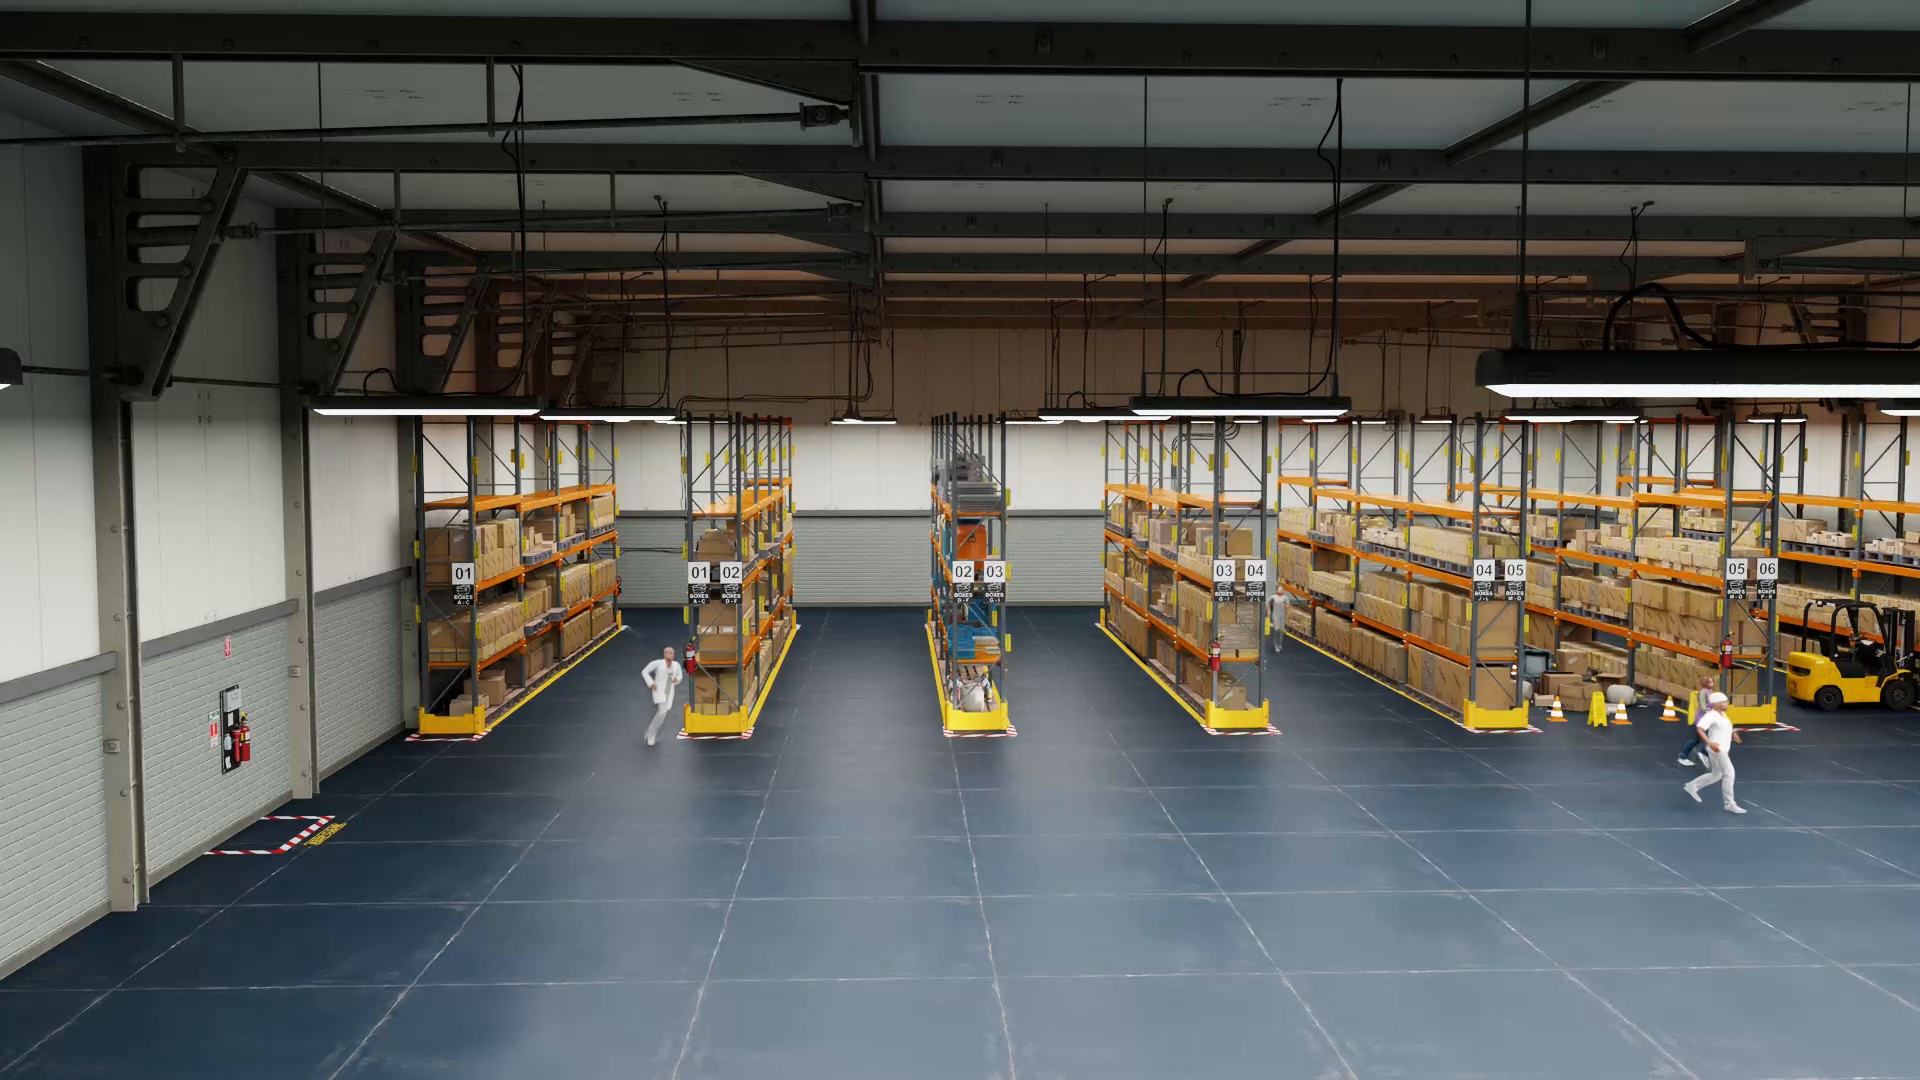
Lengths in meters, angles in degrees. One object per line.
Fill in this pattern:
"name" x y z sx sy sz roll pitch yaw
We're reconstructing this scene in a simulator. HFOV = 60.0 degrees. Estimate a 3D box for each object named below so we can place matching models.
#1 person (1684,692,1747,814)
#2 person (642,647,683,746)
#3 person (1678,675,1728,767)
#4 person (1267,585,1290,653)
"person" 11.270 3.146 24.778 0.896 1.763 0.704 3 5 34
"person" -5.394 2.821 30.178 0.762 1.755 0.685 -4 5 -44
"person" 12.451 3.023 27.781 0.551 1.552 0.789 -3 5 -39
"person" 8.152 1.995 42.504 0.538 1.722 0.753 0 4 -4
